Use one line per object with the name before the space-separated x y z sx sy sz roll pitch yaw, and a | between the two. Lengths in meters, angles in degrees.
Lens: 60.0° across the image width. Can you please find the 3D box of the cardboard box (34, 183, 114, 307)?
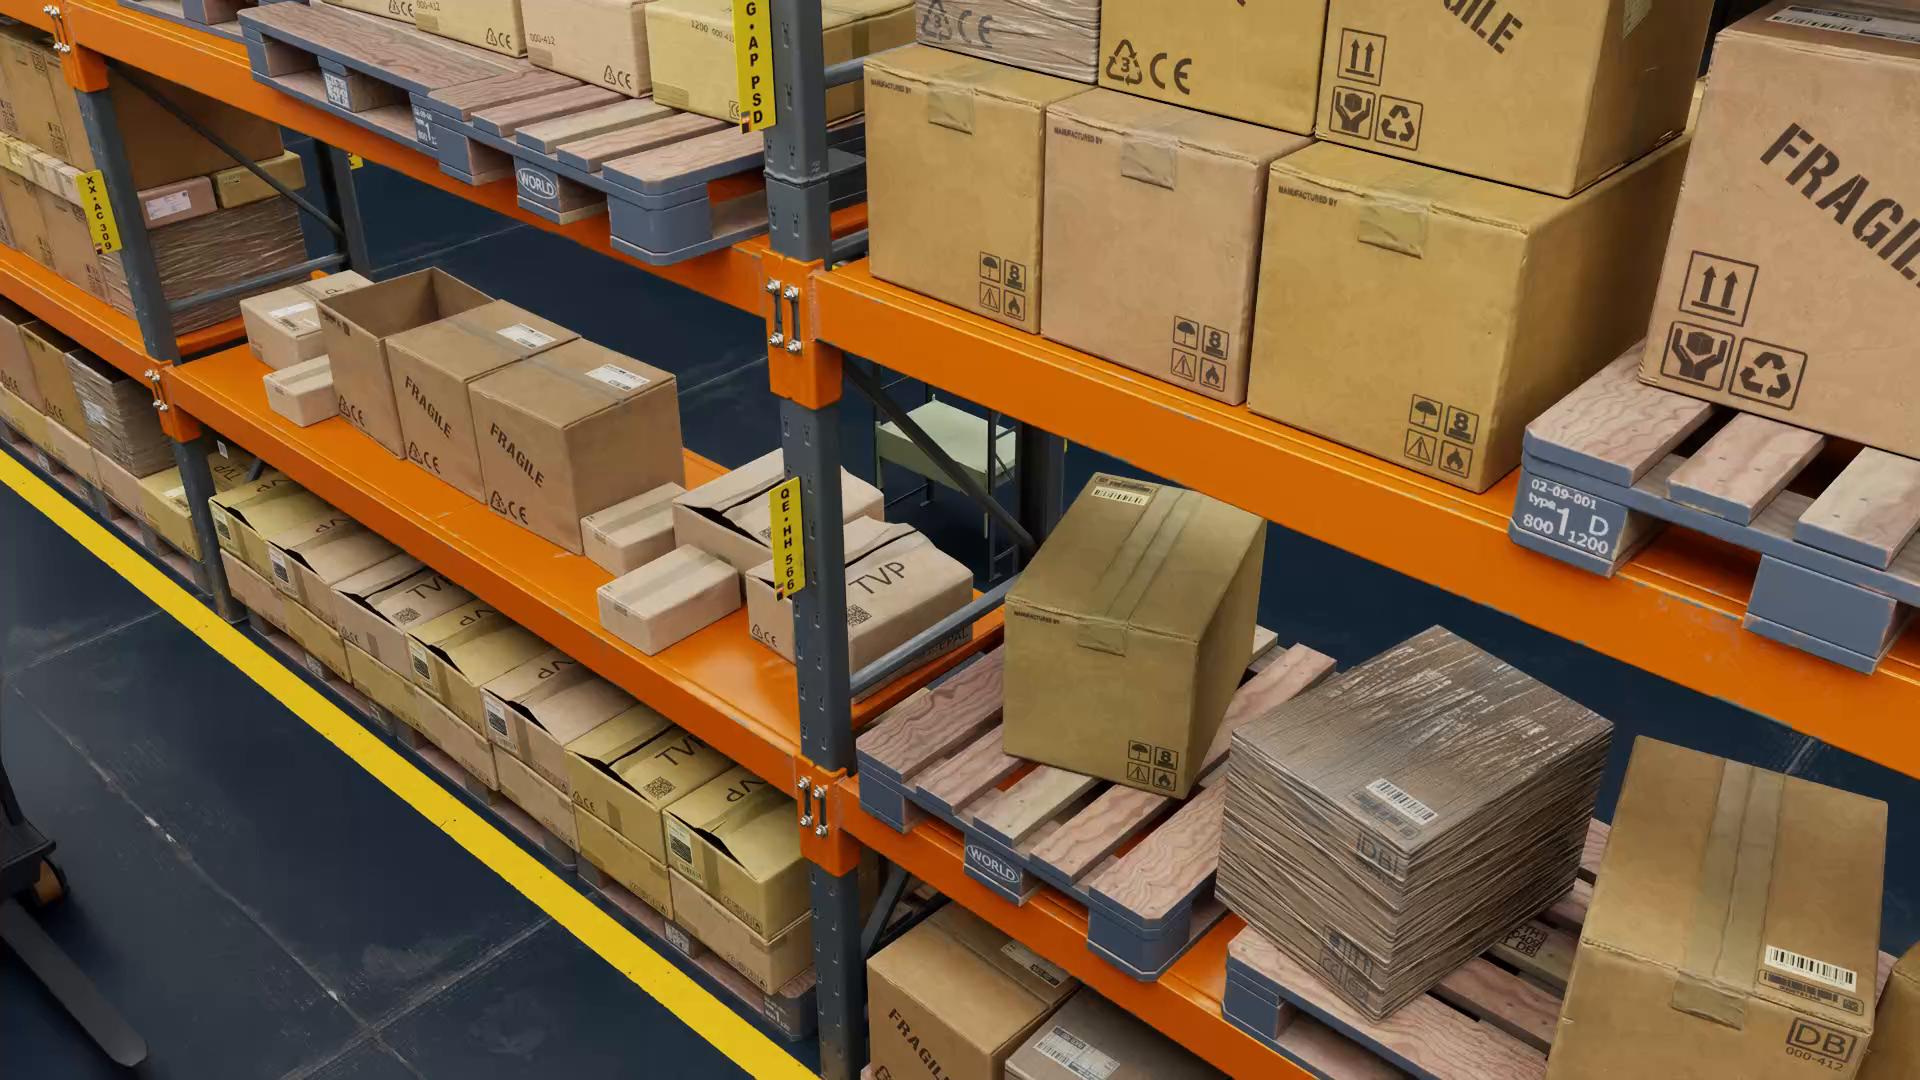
cardboard box | -3.762 -1.476 7.696 0.500 0.500 0.700 25 39 35

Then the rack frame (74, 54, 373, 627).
rack frame | -3.034 -1.102 7.172 0.127 3.000 1.000 25 39 35

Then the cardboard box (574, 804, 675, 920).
cardboard box | -1.006 1.015 5.915 0.500 0.250 0.500 25 39 35

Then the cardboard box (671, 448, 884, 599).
cardboard box | -0.601 -0.063 5.532 0.500 0.311 0.500 25 39 35

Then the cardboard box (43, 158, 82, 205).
cardboard box | -3.757 -1.611 7.291 0.250 0.149 0.380 24 38 34

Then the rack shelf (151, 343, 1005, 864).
rack shelf | -1.551 -0.101 6.207 4.000 0.370 1.077 25 39 35

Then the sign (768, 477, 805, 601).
sign | -0.438 0.000 4.219 0.005 0.325 0.100 25 39 35

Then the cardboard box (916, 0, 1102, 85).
cardboard box | 0.251 -1.320 3.560 0.500 0.500 0.500 25 39 35

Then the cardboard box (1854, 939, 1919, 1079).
cardboard box | 2.144 0.981 3.208 0.700 0.500 0.500 -22 38 -32

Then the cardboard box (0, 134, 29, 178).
cardboard box | -4.132 -1.787 7.585 0.250 0.149 0.380 25 39 35

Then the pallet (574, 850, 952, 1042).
pallet | -0.652 1.177 6.089 1.213 0.211 1.003 25 39 35

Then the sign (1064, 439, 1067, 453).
sign | 0.289 -0.390 4.944 0.005 0.325 0.100 25 39 35

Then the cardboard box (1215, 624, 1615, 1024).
cardboard box | 1.025 0.624 3.800 0.700 0.500 0.500 -21 37 -31

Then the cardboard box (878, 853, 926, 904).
cardboard box | -0.259 0.987 5.961 0.500 0.250 0.500 25 39 35

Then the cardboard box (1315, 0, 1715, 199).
cardboard box | 1.008 -0.967 2.974 0.500 0.500 0.500 25 39 35

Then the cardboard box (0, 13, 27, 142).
cardboard box | -4.113 -2.199 7.640 0.500 0.500 0.700 25 39 35

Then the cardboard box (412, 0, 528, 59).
cardboard box | -1.259 -1.630 4.880 0.500 0.250 0.500 24 39 34

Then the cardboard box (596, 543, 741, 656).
cardboard box | -0.920 0.185 5.278 0.250 0.149 0.380 25 39 35

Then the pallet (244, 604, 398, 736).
pallet | -2.461 0.333 7.492 1.213 0.211 1.003 25 39 35

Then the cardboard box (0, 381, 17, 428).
cardboard box | -5.007 -0.872 9.050 0.500 0.250 0.500 25 39 35

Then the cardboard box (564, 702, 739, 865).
cardboard box | -1.011 0.776 5.768 0.500 0.311 0.500 24 39 34

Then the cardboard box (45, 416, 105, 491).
cardboard box | -4.269 -0.525 8.472 0.500 0.250 0.500 25 39 35

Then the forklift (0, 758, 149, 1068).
forklift | -3.874 0.150 5.159 3.031 2.935 1.130 24 39 34

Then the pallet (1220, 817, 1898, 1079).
pallet | 1.377 1.036 3.807 1.213 0.211 1.003 25 39 35

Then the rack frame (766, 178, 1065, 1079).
rack frame | -0.068 0.283 4.872 0.127 3.000 1.000 25 39 35

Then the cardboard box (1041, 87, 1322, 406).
cardboard box | 0.656 -0.731 3.550 0.500 0.500 0.910 25 39 35

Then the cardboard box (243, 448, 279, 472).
cardboard box | -3.174 -0.380 8.232 0.500 0.250 0.500 25 39 35

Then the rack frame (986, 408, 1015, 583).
rack frame | 0.266 -0.518 7.657 0.023 1.500 0.400 25 39 35

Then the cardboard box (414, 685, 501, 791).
cardboard box | -1.760 0.663 6.500 0.500 0.250 0.500 26 40 36

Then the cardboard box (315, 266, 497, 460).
cardboard box | -2.085 -0.690 6.391 0.500 0.500 0.500 -26 40 -36

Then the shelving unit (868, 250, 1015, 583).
shelving unit | -0.005 -0.645 7.867 0.755 1.500 0.431 25 39 35

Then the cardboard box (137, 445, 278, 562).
cardboard box | -3.524 -0.181 7.900 0.500 0.250 0.500 25 39 35

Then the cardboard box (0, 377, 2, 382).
cardboard box | -5.000 -1.198 8.864 0.500 0.500 0.500 25 39 35

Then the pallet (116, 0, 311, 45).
pallet | -2.371 -2.005 5.949 1.217 0.209 0.805 23 38 33

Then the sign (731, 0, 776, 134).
sign | -0.446 -1.048 3.597 0.005 0.325 0.100 25 39 35

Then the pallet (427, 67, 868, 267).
pallet | -0.631 -1.122 4.481 1.003 0.211 1.213 27 40 37

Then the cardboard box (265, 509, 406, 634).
cardboard box | -2.527 0.070 6.941 0.500 0.311 0.500 25 39 35

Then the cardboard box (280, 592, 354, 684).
cardboard box | -2.523 0.308 7.089 0.500 0.250 0.500 26 40 36

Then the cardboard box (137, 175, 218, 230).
cardboard box | -3.379 -1.435 6.999 0.250 0.149 0.380 25 39 35

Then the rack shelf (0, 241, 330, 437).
rack shelf | -4.516 -1.486 8.507 4.000 0.370 1.077 25 39 35

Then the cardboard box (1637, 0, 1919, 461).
cardboard box | 1.583 -0.547 2.740 0.600 0.600 0.600 23 38 33

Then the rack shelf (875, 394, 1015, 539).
rack shelf | -0.005 -0.366 8.035 0.720 0.370 0.431 25 39 35

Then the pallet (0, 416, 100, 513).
pallet | -4.504 -0.621 9.076 1.213 0.211 1.003 25 39 35

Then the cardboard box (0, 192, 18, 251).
cardboard box | -4.512 -1.828 8.281 0.500 0.500 0.700 26 40 36

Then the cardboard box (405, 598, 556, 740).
cardboard box | -1.754 0.426 6.349 0.500 0.311 0.500 26 40 36

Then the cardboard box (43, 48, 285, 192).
cardboard box | -3.367 -1.851 7.062 0.500 0.500 0.700 25 39 35

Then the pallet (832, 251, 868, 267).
pallet | -0.234 -2.022 11.403 1.213 0.211 1.003 25 39 35

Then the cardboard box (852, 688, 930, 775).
cardboard box | -0.259 0.747 5.816 0.500 0.311 0.500 27 40 37

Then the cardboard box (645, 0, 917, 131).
cardboard box | -0.442 -1.254 4.254 0.500 0.250 0.500 22 37 32

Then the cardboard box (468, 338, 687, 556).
cardboard box | -1.323 -0.335 5.801 0.500 0.500 0.500 23 38 33

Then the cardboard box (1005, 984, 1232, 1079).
cardboard box | 0.470 1.611 4.663 0.500 0.500 0.500 23 38 33

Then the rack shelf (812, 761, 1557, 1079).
rack shelf | 1.415 1.283 3.908 4.000 0.370 1.077 25 39 35

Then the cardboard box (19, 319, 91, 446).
cardboard box | -4.260 -0.851 8.287 0.500 0.500 0.500 25 39 35
